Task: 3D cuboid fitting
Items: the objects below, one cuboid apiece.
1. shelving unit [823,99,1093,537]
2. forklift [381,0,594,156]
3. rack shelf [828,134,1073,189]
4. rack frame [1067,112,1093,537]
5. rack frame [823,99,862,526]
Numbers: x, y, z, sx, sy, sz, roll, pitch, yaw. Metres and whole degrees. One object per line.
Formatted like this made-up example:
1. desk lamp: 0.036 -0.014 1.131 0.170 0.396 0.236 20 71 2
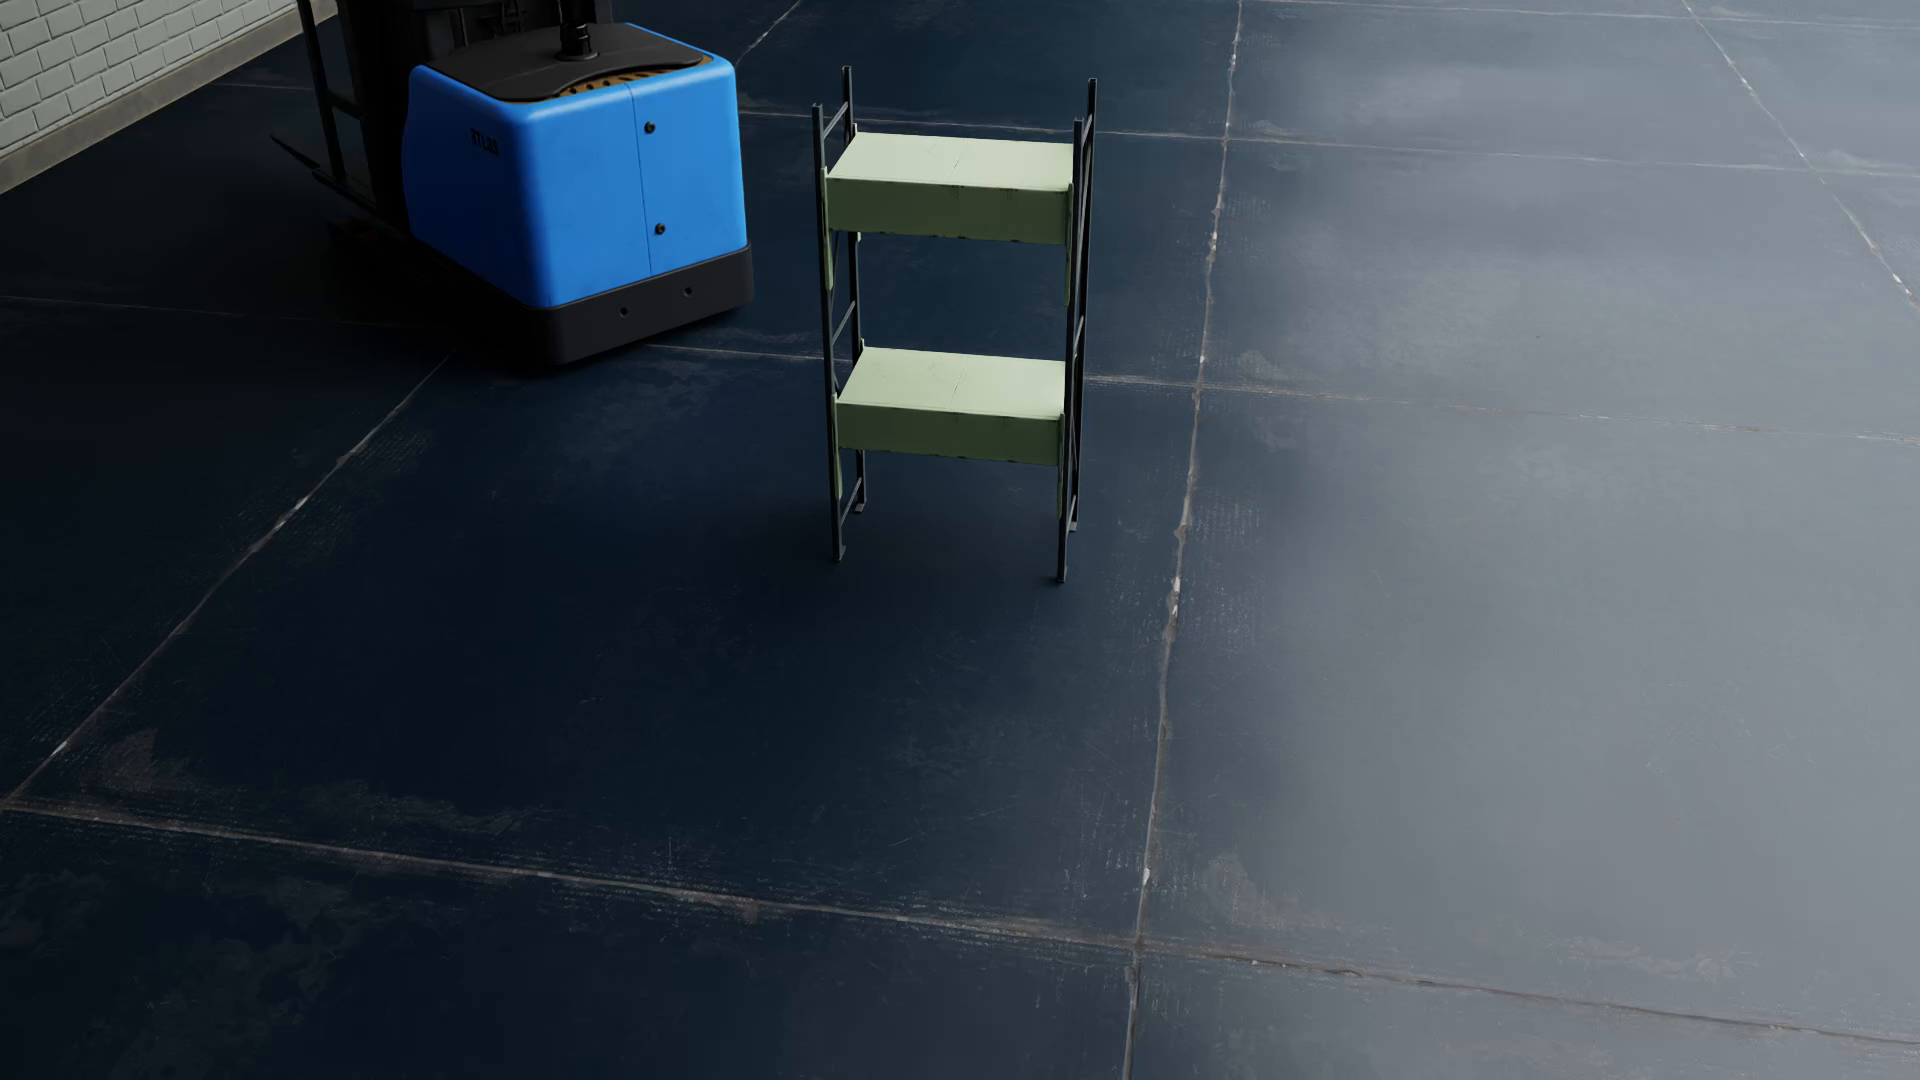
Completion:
1. shelving unit: -0.007 -0.636 5.121 0.742 1.308 0.380 5 32 8
2. forklift: -2.212 -2.622 6.946 1.109 2.935 3.031 -25 40 -34
3. rack shelf: -0.007 -1.080 4.844 0.686 0.052 0.368 5 32 8
4. rack frame: 0.354 -0.603 5.069 0.010 1.308 0.380 5 32 8
5. rack frame: -0.368 -0.668 5.173 0.010 1.308 0.380 5 32 8
